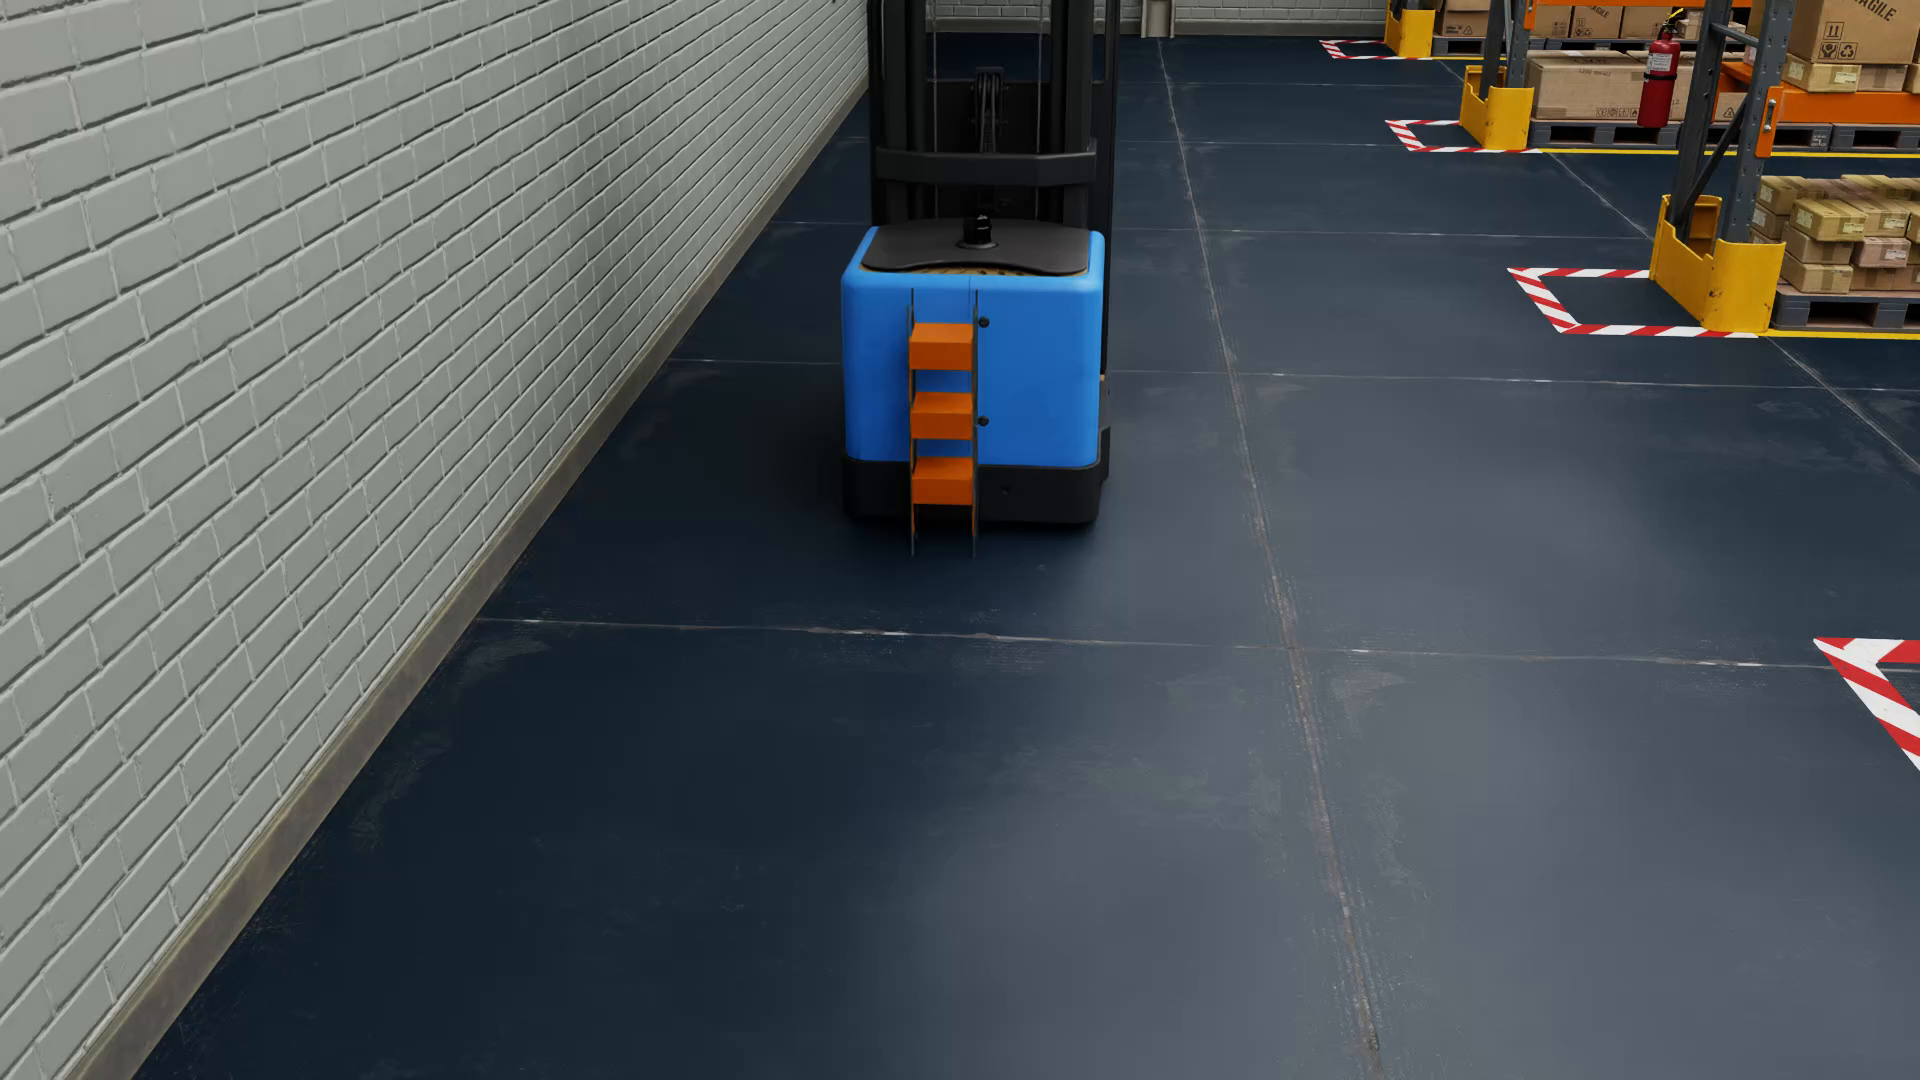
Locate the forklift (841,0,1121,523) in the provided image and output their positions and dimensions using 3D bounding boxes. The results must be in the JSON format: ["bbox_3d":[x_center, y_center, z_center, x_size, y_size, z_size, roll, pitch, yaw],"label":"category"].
[{"bbox_3d":[0.166,-1.978,7.543,1.130,2.935,3.031,2,25,5],"label":"forklift"}]

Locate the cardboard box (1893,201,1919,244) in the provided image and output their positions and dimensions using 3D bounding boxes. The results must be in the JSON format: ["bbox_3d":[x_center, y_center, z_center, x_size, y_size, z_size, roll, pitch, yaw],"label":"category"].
[{"bbox_3d":[5.331,-1.751,9.163,0.250,0.149,0.380,2,25,4],"label":"cardboard box"}]

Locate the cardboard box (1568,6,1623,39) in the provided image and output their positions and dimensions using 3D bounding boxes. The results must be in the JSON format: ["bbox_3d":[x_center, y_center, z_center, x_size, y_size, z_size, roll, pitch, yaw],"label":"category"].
[{"bbox_3d":[6.935,-5.793,18.239,0.500,0.500,0.500,2,25,5],"label":"cardboard box"}]

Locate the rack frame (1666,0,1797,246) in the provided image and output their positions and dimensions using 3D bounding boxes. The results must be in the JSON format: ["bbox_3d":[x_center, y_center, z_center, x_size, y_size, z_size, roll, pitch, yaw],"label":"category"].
[{"bbox_3d":[4.309,-2.764,9.167,0.127,3.000,1.000,2,25,4],"label":"rack frame"}]

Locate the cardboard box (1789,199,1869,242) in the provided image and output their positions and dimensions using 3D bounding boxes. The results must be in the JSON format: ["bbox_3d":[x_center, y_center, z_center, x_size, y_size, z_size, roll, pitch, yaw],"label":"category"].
[{"bbox_3d":[4.805,-1.771,9.207,0.250,0.149,0.380,1,25,2],"label":"cardboard box"}]

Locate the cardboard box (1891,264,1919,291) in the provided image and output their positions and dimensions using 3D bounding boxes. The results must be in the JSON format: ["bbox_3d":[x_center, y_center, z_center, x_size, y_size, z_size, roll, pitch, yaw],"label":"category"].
[{"bbox_3d":[5.322,-1.530,9.394,0.250,0.149,0.380,2,25,5],"label":"cardboard box"}]

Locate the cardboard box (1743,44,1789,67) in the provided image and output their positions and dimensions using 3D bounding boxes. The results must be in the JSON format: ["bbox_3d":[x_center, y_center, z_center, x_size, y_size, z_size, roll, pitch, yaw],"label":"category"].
[{"bbox_3d":[4.656,-2.757,9.453,0.250,0.149,0.380,2,25,4],"label":"cardboard box"}]

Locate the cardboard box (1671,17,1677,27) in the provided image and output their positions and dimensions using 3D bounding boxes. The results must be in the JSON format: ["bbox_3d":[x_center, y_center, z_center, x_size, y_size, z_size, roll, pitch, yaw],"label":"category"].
[{"bbox_3d":[7.879,-5.800,18.675,0.250,0.149,0.380,2,25,3],"label":"cardboard box"}]

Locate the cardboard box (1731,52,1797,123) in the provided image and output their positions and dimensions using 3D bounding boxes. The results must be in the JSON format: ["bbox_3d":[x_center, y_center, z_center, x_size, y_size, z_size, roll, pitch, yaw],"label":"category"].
[{"bbox_3d":[7.065,-3.822,14.030,0.875,0.438,0.875,1,25,2],"label":"cardboard box"}]

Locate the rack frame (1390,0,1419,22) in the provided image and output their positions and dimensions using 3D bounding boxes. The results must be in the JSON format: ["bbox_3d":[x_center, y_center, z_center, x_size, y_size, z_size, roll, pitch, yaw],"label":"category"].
[{"bbox_3d":[4.964,-6.899,18.154,0.127,3.000,1.000,2,25,4],"label":"rack frame"}]

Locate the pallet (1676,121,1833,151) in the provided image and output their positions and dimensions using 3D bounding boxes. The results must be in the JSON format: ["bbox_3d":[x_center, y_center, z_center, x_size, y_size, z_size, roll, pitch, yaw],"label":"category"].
[{"bbox_3d":[6.604,-3.530,14.169,1.213,0.211,1.003,2,25,4],"label":"pallet"}]

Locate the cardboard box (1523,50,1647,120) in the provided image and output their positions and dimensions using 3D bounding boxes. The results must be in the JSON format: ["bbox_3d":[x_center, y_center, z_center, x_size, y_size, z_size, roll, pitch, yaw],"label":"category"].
[{"bbox_3d":[5.253,-3.877,14.151,0.875,0.438,0.875,1,25,2],"label":"cardboard box"}]

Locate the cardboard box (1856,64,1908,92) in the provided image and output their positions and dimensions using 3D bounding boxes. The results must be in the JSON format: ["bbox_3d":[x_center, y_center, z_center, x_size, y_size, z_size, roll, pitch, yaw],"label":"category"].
[{"bbox_3d":[4.864,-2.512,8.920,0.250,0.149,0.380,3,25,6],"label":"cardboard box"}]

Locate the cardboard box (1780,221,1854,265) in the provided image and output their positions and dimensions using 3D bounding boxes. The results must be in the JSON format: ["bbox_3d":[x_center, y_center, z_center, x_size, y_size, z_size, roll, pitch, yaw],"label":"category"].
[{"bbox_3d":[4.812,-1.671,9.345,0.250,0.149,0.380,3,25,6],"label":"cardboard box"}]

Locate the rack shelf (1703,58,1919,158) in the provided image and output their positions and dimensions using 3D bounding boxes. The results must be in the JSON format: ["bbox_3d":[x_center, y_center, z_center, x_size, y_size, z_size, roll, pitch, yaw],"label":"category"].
[{"bbox_3d":[6.303,-2.373,9.179,4.000,0.370,1.077,2,25,4],"label":"rack shelf"}]

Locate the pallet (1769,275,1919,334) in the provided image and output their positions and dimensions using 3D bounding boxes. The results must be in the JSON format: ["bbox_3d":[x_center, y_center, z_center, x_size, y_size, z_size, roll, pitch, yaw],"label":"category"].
[{"bbox_3d":[5.192,-1.454,9.657,1.213,0.211,1.003,2,25,4],"label":"pallet"}]

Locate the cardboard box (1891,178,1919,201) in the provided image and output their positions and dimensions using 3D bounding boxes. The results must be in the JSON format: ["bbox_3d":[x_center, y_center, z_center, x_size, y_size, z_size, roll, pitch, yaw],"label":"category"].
[{"bbox_3d":[5.624,-1.996,9.696,0.250,0.149,0.380,1,25,2],"label":"cardboard box"}]

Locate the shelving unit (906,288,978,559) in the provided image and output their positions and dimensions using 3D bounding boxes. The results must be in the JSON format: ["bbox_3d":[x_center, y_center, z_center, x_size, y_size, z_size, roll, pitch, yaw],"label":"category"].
[{"bbox_3d":[-0.062,-0.440,6.437,0.252,1.050,0.215,2,28,4],"label":"shelving unit"}]

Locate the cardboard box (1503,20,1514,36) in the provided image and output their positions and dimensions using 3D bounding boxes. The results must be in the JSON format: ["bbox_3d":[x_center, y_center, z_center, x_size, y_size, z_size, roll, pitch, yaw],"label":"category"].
[{"bbox_3d":[5.987,-5.706,18.469,0.250,0.149,0.380,1,25,2],"label":"cardboard box"}]

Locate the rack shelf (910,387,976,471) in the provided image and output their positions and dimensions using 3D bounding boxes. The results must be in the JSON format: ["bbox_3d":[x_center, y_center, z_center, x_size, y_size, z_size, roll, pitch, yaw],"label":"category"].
[{"bbox_3d":[-0.062,-0.431,6.442,0.240,0.259,0.215,2,28,4],"label":"rack shelf"}]

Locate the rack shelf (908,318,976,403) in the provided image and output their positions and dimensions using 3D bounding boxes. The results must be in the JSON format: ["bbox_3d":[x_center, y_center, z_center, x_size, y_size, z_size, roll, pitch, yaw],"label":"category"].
[{"bbox_3d":[-0.064,-0.682,6.309,0.240,0.259,0.215,2,28,4],"label":"rack shelf"}]

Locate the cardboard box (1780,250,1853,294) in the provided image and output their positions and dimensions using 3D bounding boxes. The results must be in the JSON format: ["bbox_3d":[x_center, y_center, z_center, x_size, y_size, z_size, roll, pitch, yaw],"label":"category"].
[{"bbox_3d":[4.807,-1.509,9.349,0.250,0.149,0.380,2,25,5],"label":"cardboard box"}]

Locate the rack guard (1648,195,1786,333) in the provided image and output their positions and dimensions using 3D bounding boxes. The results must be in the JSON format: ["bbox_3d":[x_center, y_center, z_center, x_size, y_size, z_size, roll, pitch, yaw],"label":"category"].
[{"bbox_3d":[4.385,-1.626,9.685,0.348,0.500,1.175,2,25,4],"label":"rack guard"}]

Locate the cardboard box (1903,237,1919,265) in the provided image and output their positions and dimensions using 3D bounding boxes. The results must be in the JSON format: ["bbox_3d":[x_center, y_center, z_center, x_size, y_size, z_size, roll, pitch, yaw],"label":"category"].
[{"bbox_3d":[5.331,-1.667,9.337,0.250,0.149,0.380,2,25,5],"label":"cardboard box"}]

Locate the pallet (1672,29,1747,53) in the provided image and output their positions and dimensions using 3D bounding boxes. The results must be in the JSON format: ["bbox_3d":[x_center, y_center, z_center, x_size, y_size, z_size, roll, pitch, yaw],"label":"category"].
[{"bbox_3d":[8.267,-5.526,18.508,1.213,0.211,1.003,2,25,4],"label":"pallet"}]

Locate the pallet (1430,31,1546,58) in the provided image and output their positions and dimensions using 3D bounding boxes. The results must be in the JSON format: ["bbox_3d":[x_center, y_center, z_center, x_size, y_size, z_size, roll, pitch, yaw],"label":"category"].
[{"bbox_3d":[5.834,-5.604,18.677,1.213,0.211,1.003,2,25,4],"label":"pallet"}]

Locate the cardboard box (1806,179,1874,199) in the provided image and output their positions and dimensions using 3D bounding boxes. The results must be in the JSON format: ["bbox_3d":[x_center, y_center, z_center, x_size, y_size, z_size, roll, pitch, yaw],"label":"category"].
[{"bbox_3d":[5.102,-1.986,9.675,0.250,0.149,0.380,2,25,5],"label":"cardboard box"}]

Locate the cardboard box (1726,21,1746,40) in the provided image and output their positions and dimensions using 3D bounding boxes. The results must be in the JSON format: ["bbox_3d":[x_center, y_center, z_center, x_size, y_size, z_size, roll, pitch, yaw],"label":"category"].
[{"bbox_3d":[8.374,-5.562,18.157,0.250,0.149,0.380,1,25,2],"label":"cardboard box"}]

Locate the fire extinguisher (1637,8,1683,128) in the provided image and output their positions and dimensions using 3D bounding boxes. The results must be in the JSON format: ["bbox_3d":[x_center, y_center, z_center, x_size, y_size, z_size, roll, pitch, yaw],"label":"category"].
[{"bbox_3d":[4.093,-2.759,9.697,0.183,0.674,0.296,2,25,4],"label":"fire extinguisher"}]

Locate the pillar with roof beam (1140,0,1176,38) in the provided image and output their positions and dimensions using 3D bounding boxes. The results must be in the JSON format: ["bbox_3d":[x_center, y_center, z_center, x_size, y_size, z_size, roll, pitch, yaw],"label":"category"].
[{"bbox_3d":[2.015,-8.292,14.005,0.400,9.000,9.100,2,25,4],"label":"pillar with roof beam"}]

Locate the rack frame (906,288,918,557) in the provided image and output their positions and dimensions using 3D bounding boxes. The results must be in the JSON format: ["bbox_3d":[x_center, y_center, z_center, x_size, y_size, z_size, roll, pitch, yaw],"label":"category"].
[{"bbox_3d":[-0.184,-0.444,6.445,0.008,1.050,0.200,2,28,4],"label":"rack frame"}]

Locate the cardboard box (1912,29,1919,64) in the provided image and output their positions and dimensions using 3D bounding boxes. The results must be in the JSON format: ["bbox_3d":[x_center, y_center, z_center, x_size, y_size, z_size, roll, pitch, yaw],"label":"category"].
[{"bbox_3d":[5.271,-2.808,8.789,0.500,0.500,0.500,2,25,4],"label":"cardboard box"}]
